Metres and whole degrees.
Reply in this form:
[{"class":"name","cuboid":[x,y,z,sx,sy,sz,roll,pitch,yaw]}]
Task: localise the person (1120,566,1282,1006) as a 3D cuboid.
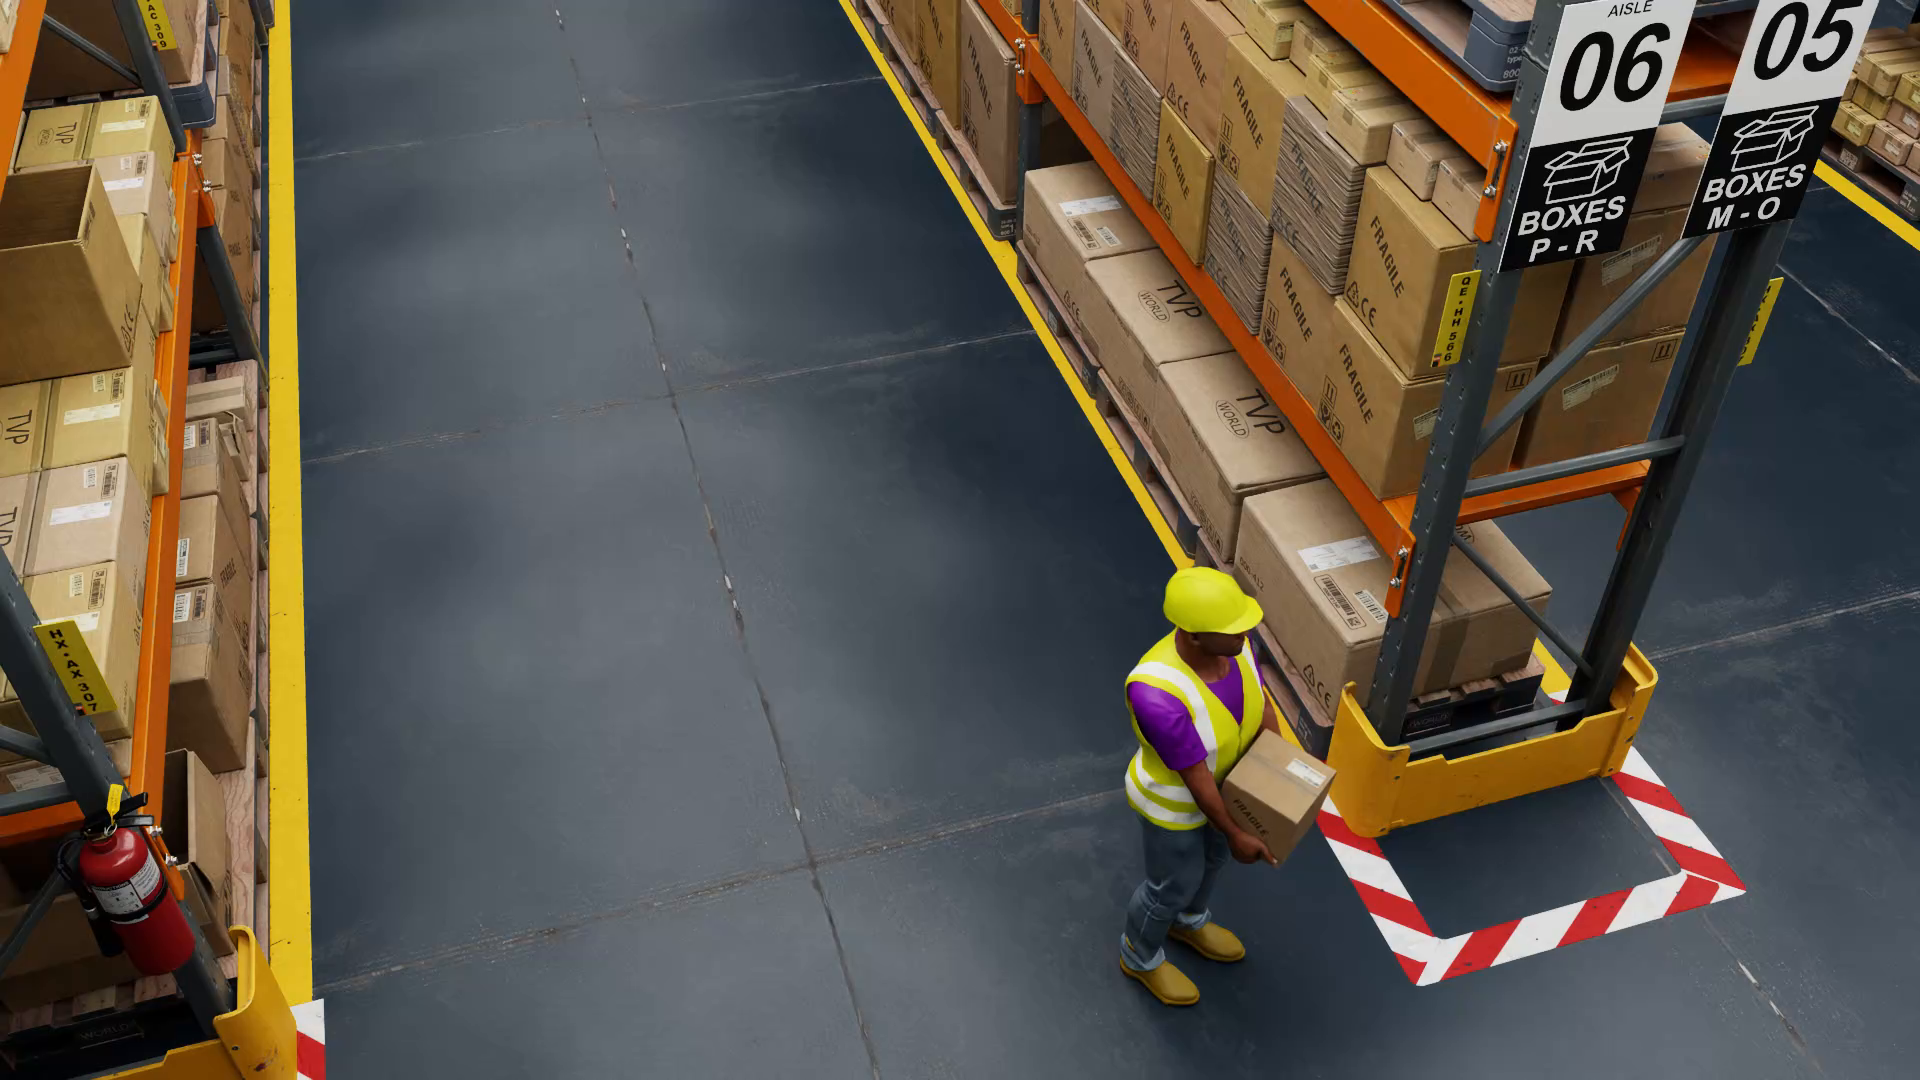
[{"class":"person","cuboid":[0.813,0.814,5.240,0.565,1.762,0.504,26,48,26]}]
